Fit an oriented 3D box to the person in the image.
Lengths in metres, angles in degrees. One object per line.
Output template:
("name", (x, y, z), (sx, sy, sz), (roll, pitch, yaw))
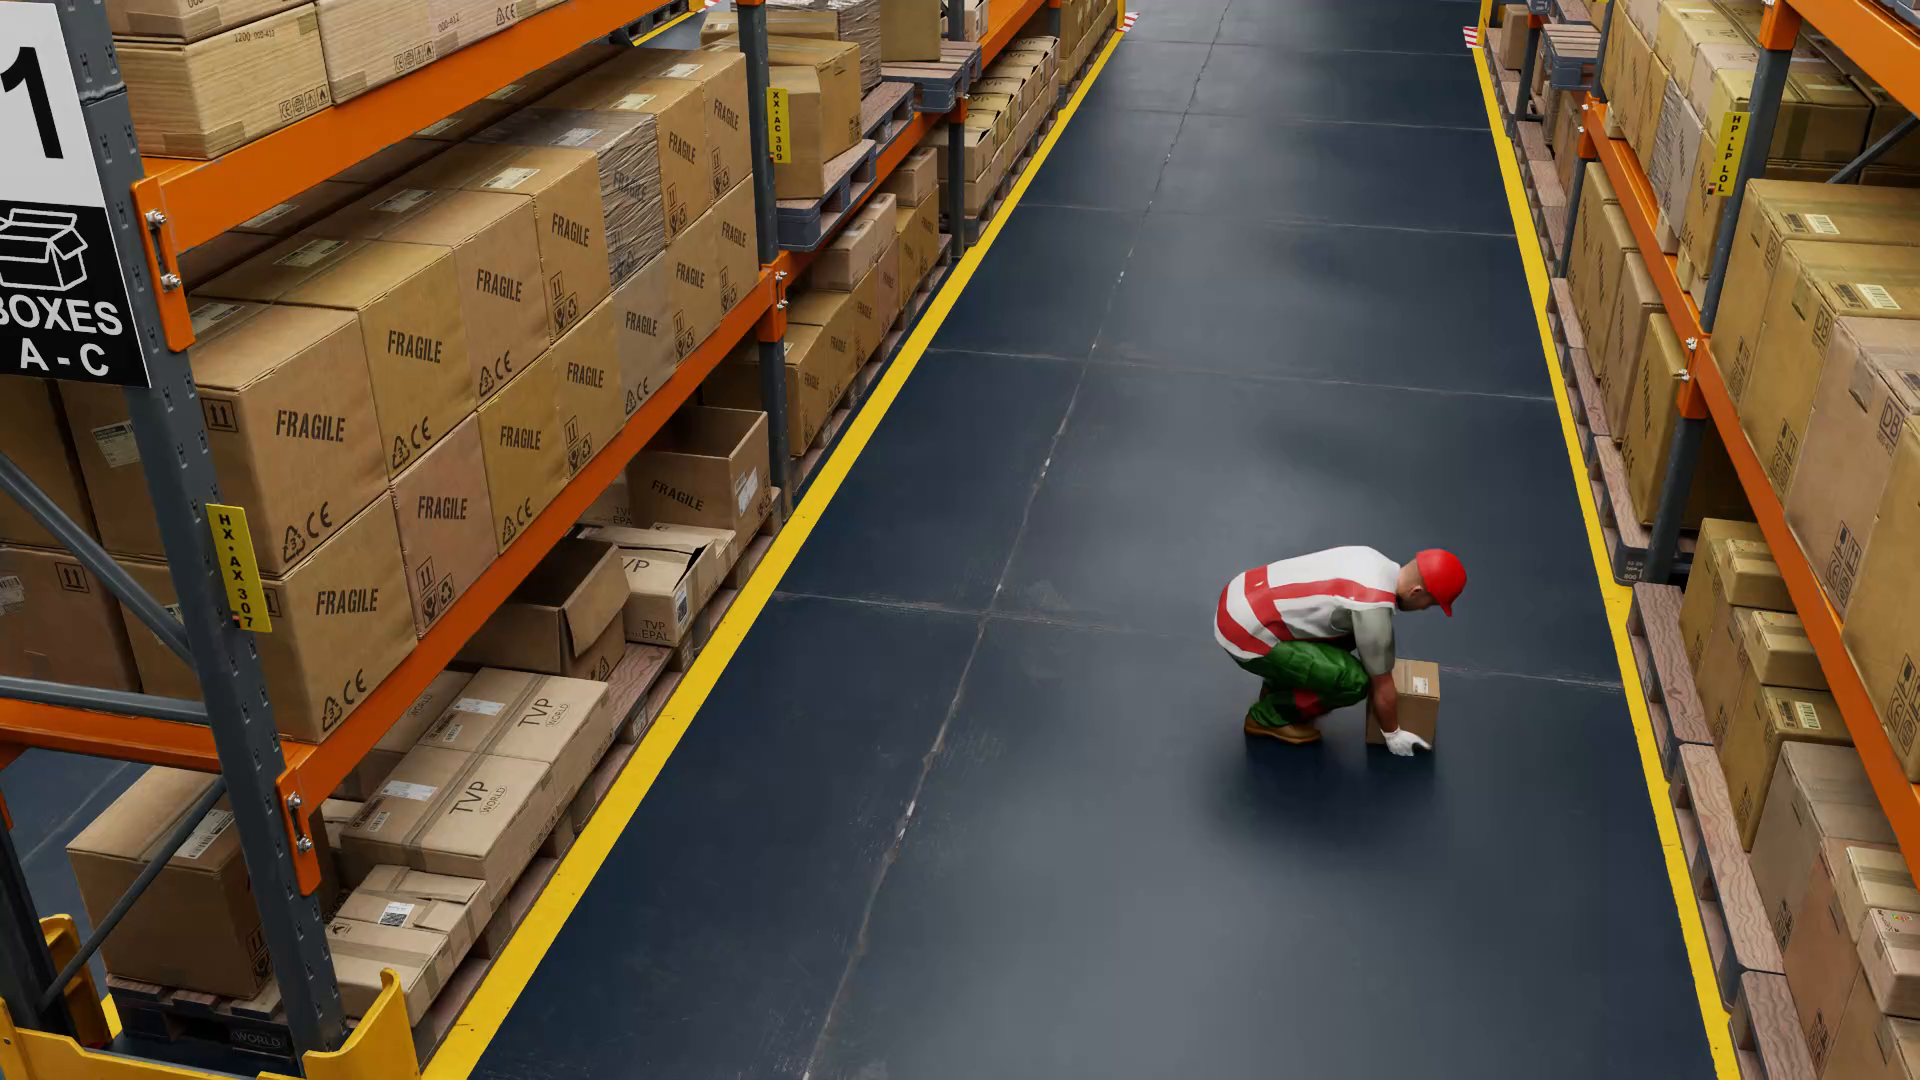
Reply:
("person", (1.450, 0.418, 6.479), (0.923, 0.878, 0.545), (6, 29, 10))
